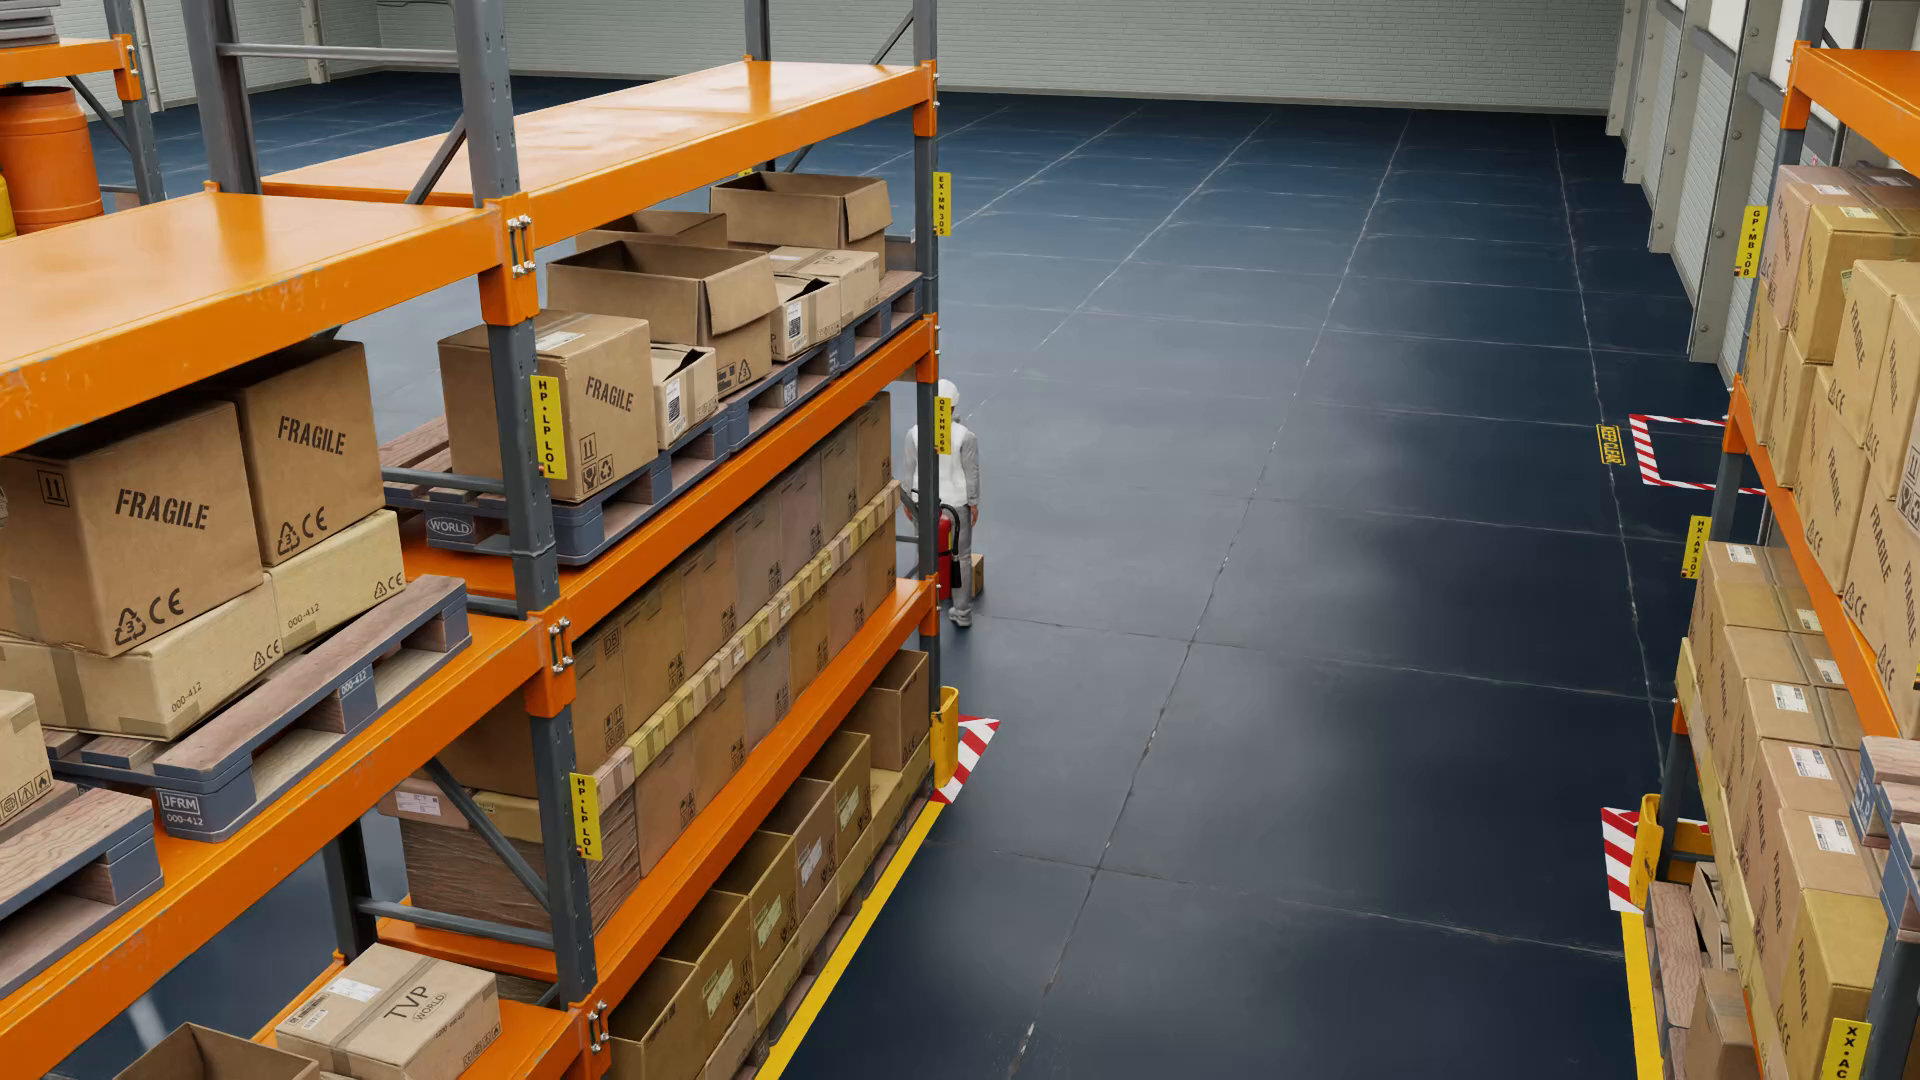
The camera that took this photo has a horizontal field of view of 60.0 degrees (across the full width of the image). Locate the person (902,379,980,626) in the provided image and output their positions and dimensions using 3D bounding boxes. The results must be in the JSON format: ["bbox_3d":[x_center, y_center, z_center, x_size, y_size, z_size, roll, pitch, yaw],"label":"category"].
[{"bbox_3d":[-0.125,-0.293,11.788,0.566,1.784,0.563,4,22,10],"label":"person"}]
